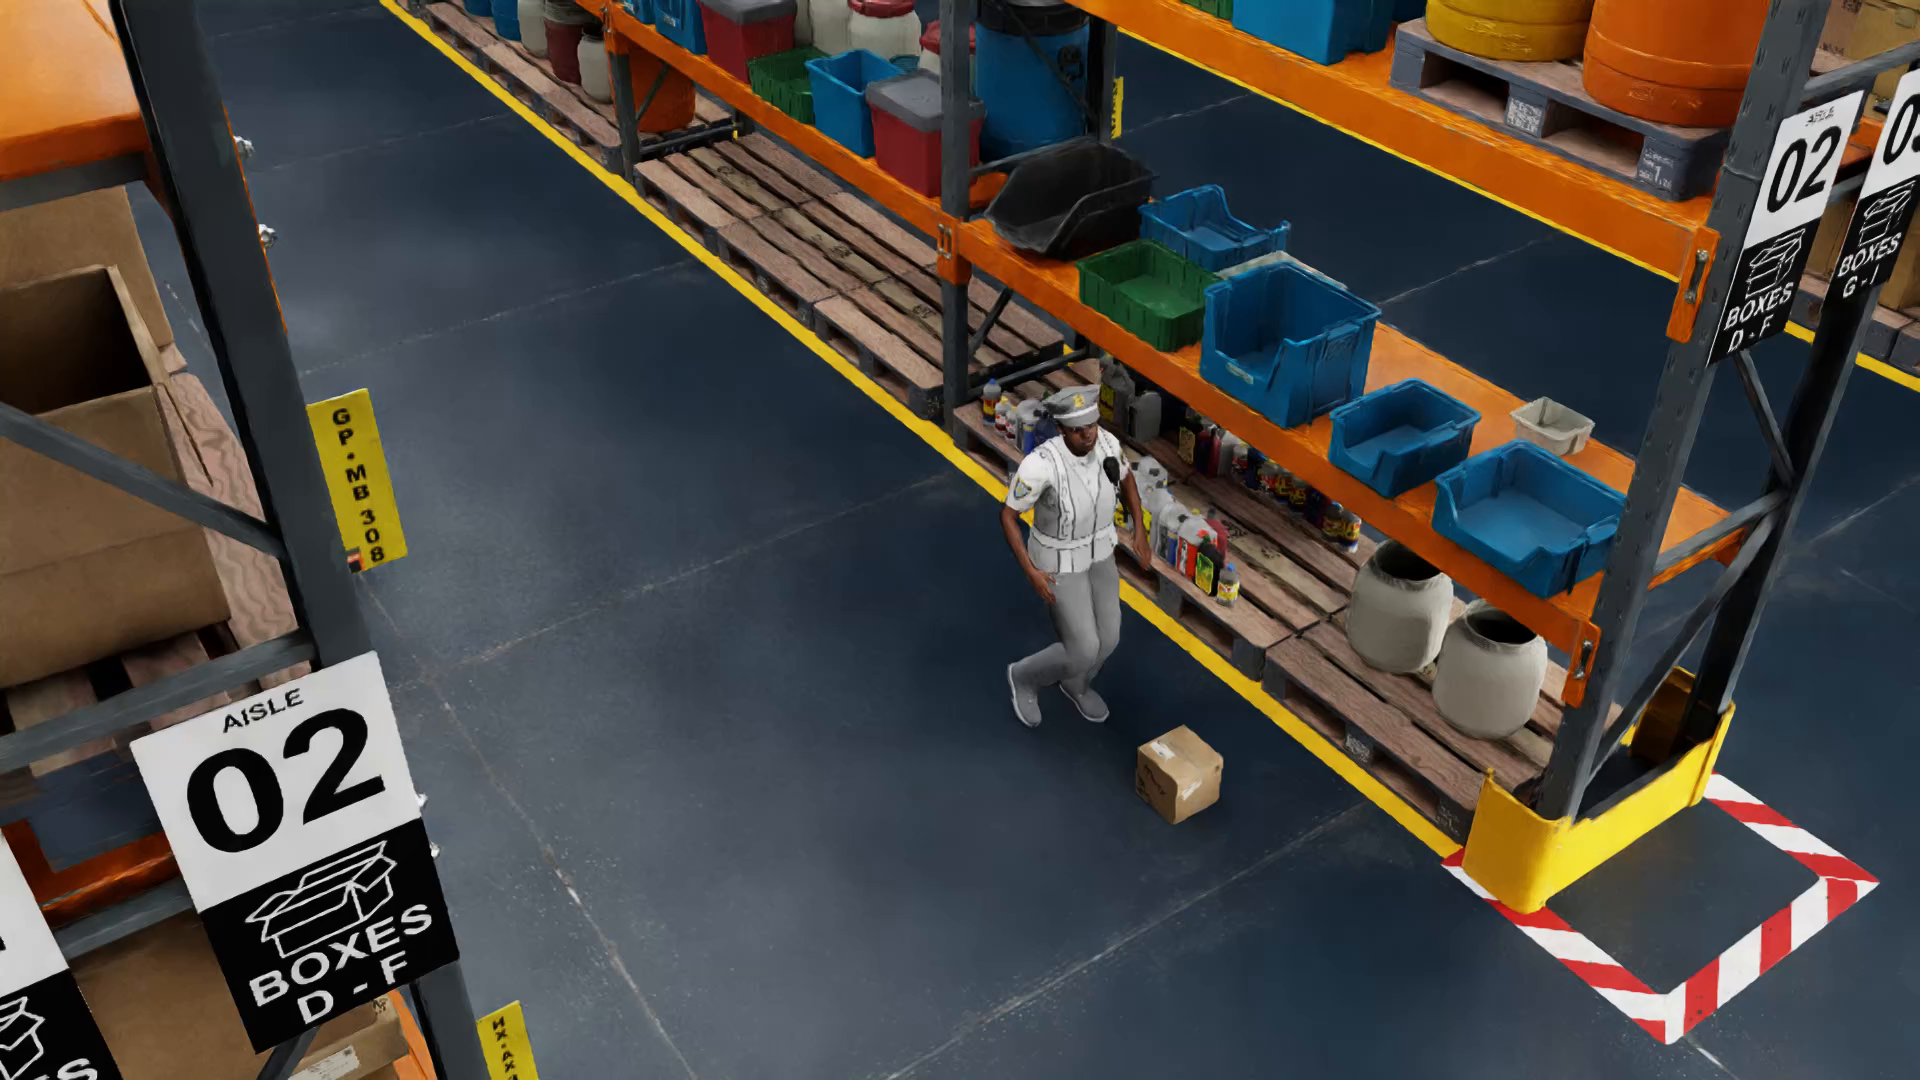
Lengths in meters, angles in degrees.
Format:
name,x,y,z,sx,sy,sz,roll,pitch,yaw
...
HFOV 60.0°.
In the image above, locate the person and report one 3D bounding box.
name,x,y,z,sx,sy,sz,roll,pitch,yaw
person,0.523,0.087,6.890,0.626,1.668,0.466,-27,44,-32
